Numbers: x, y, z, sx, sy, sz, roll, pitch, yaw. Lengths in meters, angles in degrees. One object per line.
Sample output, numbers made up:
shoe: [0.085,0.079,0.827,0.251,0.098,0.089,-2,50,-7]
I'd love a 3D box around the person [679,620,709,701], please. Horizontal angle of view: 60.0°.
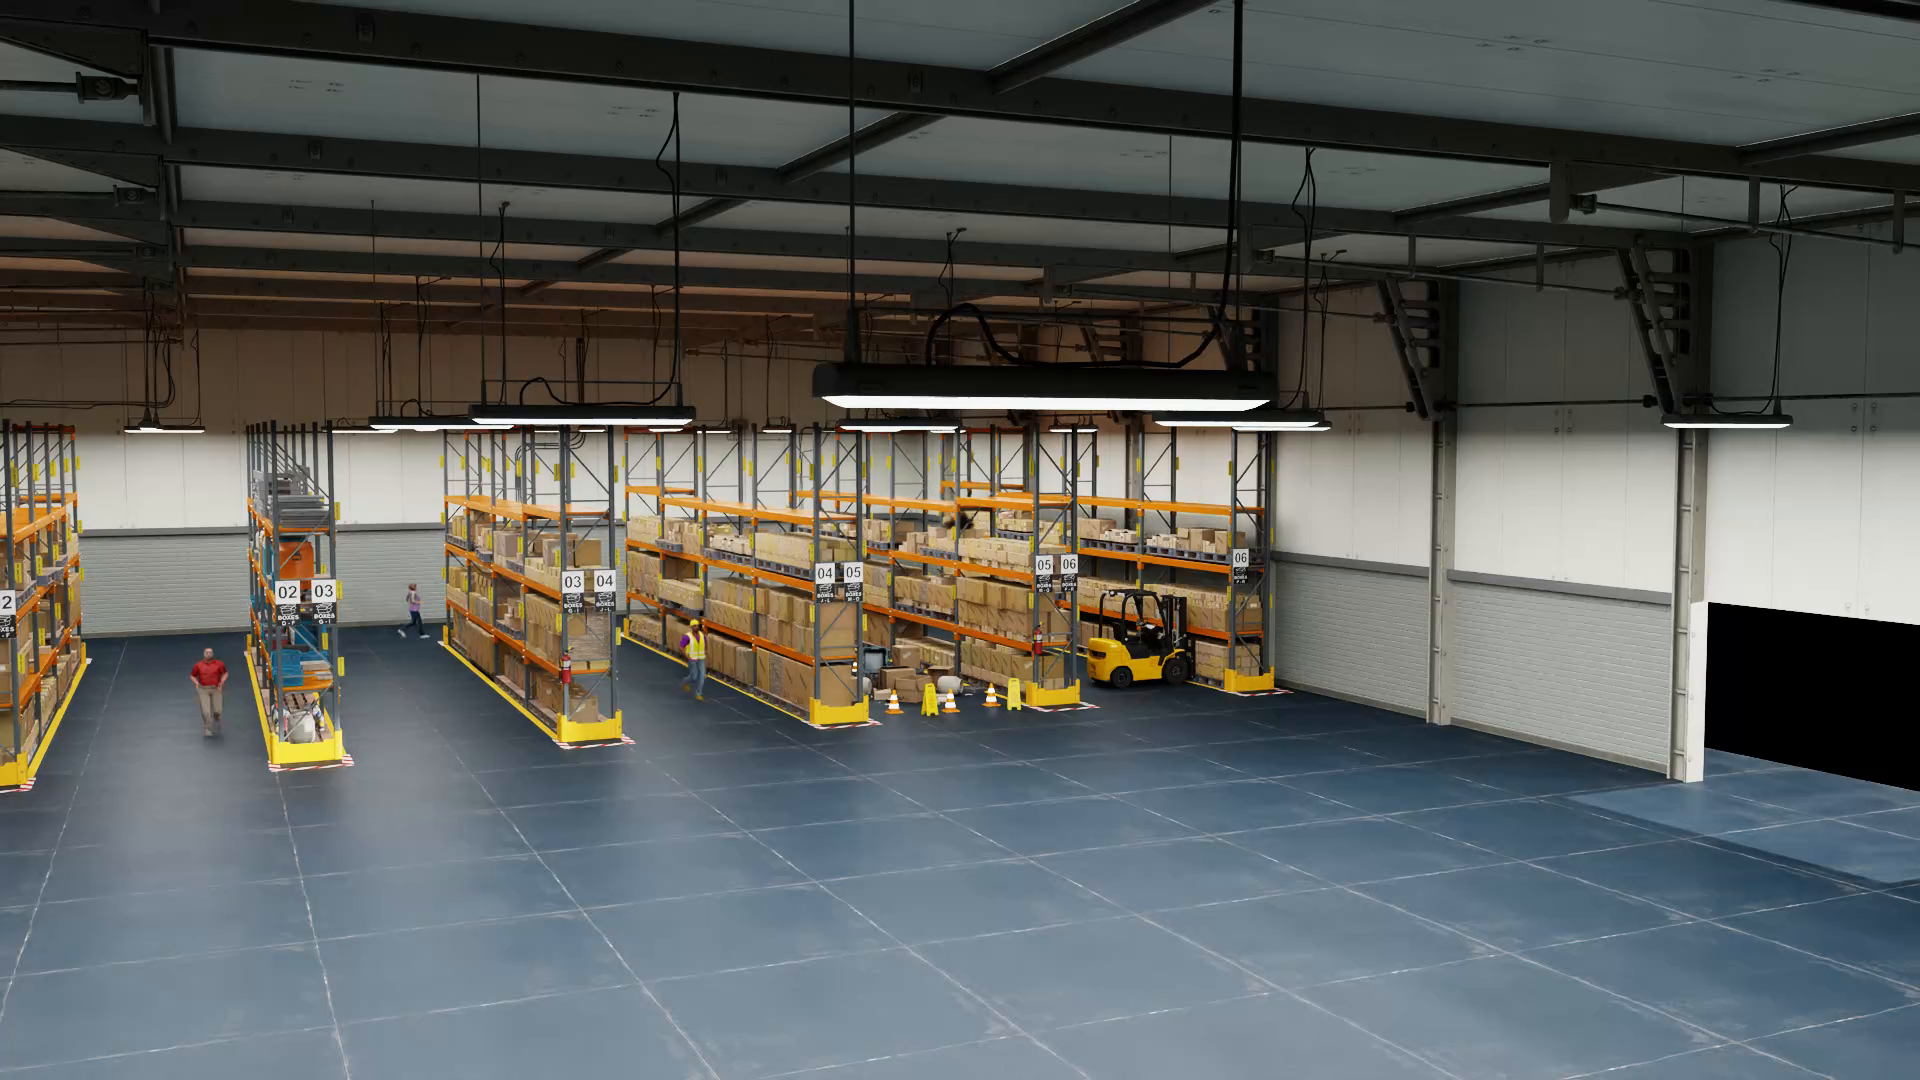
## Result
person: [-5.774,2.602,36.240,0.699,1.745,0.771,-2,4,-34]

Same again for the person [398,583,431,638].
person: [-15.319,1.992,46.636,0.877,1.558,0.548,-1,4,-20]

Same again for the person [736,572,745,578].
person: [-6.647,1.694,50.476,0.652,1.789,0.677,-1,4,-20]

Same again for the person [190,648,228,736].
person: [-14.343,2.895,31.778,0.660,1.674,0.604,-2,4,-25]
